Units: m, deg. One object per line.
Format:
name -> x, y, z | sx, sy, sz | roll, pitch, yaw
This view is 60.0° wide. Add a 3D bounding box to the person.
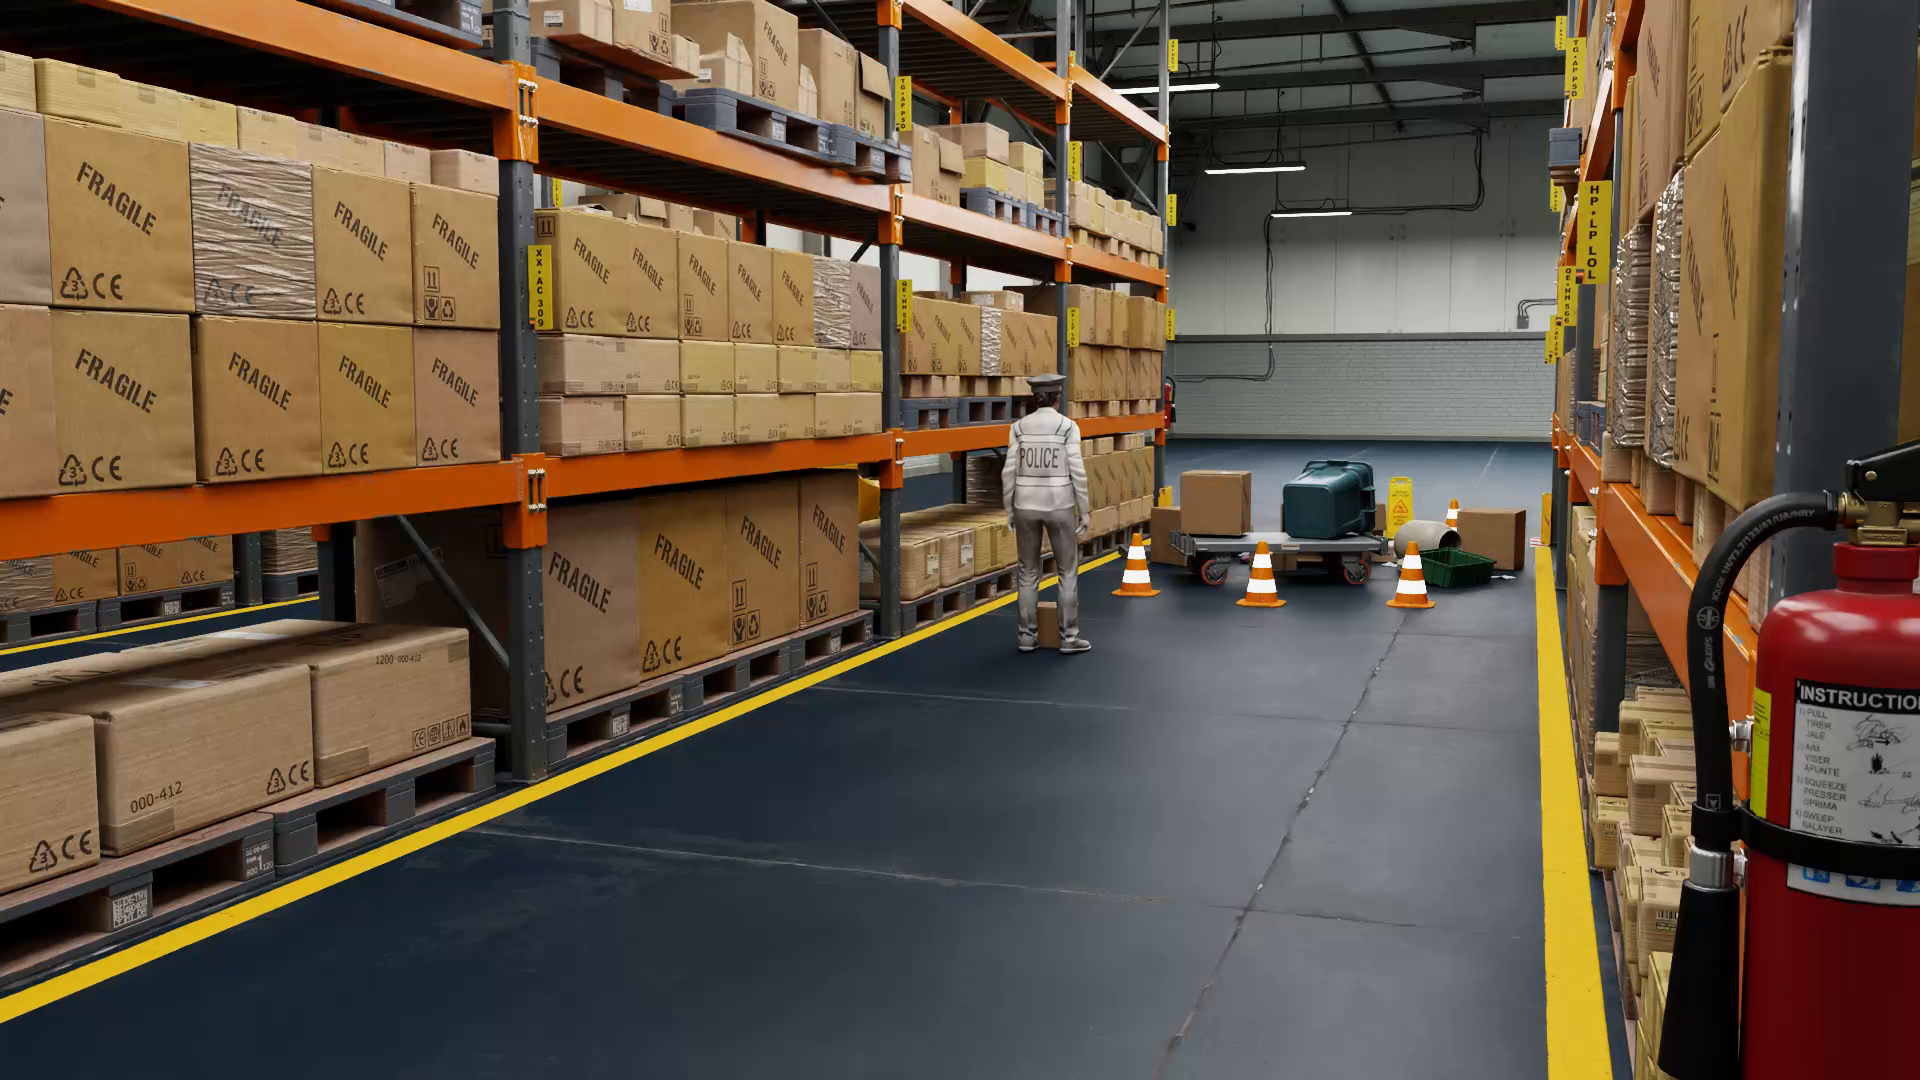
person -> 0.513, -0.159, 9.936 | 0.529, 1.664, 0.371 | 2, 6, 19
